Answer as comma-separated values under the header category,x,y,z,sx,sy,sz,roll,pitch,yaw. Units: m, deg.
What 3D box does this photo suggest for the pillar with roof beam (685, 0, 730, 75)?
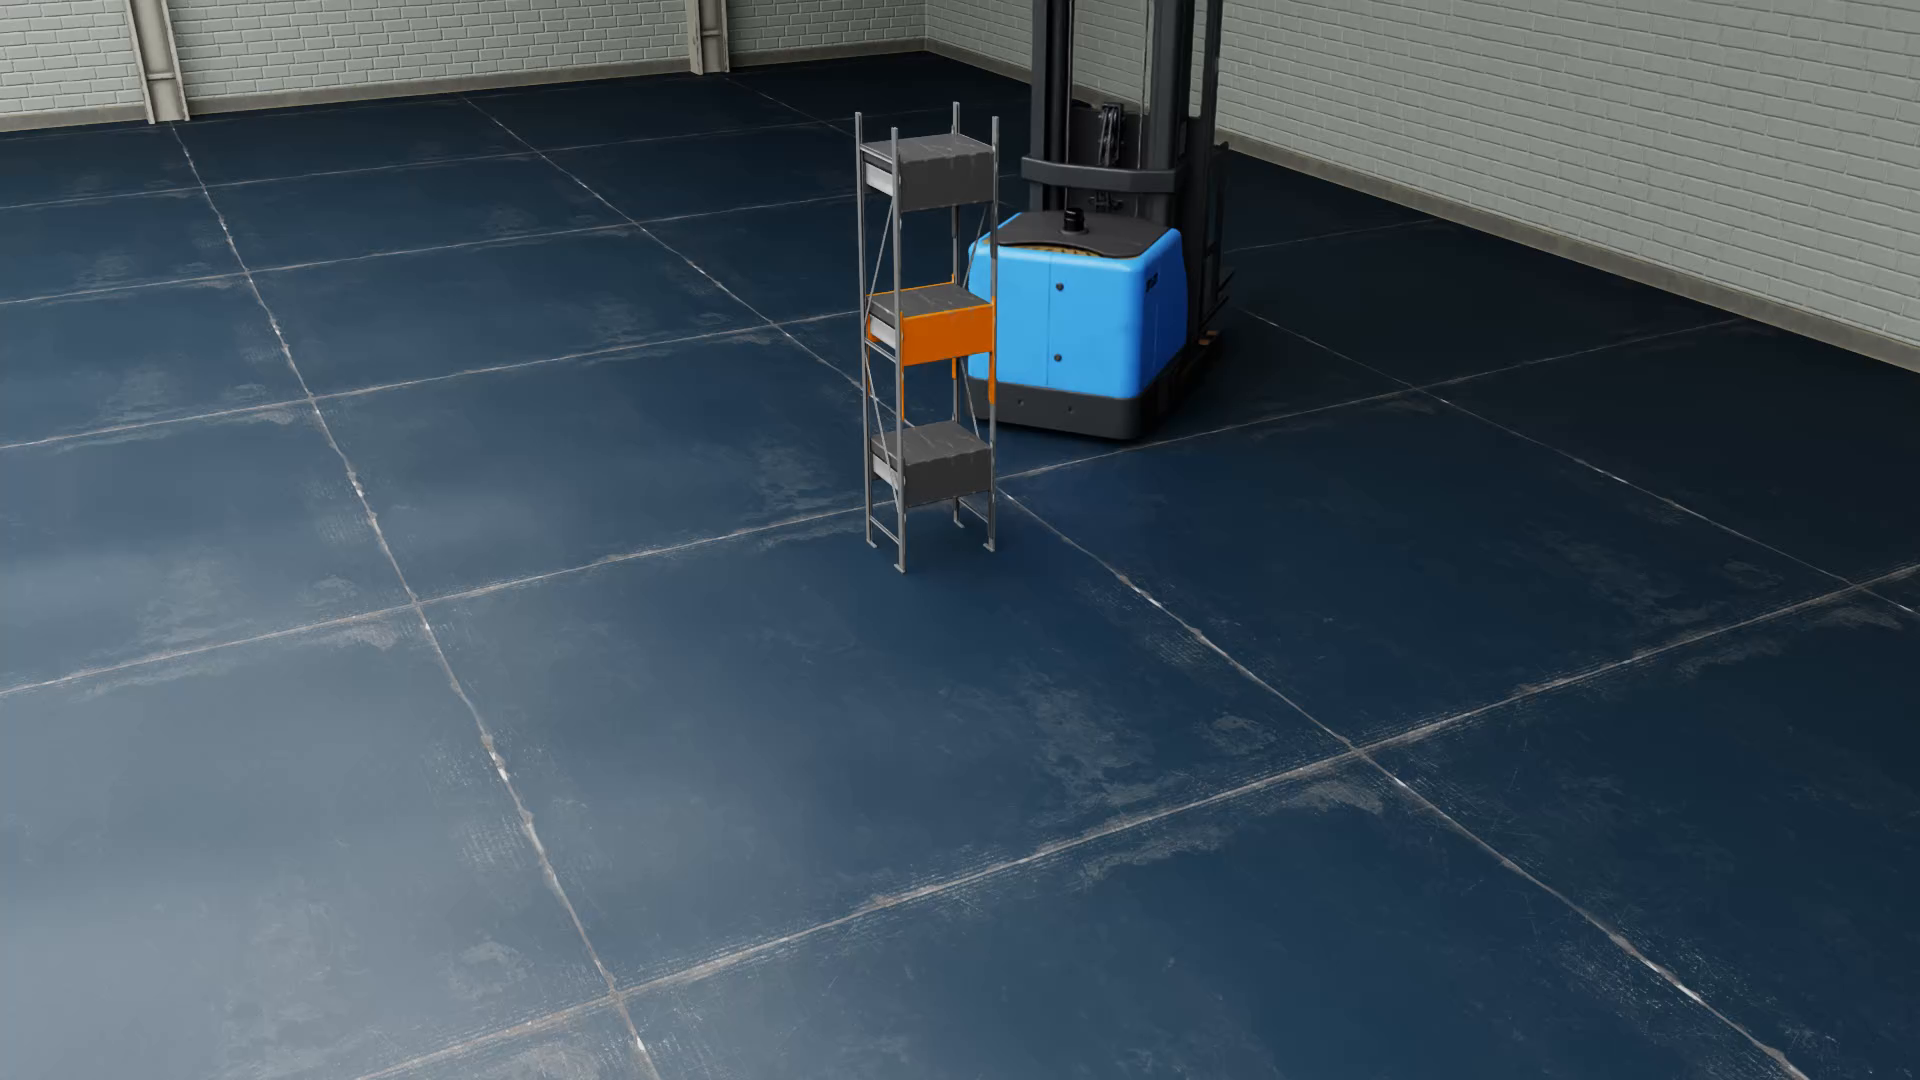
category,x,y,z,sx,sy,sz,roll,pitch,yaw
pillar with roof beam,-0.977,-8.045,14.610,0.400,9.000,9.100,-13,29,-25

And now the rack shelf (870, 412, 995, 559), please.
category,x,y,z,sx,sy,sz,roll,pitch,yaw
rack shelf,-0.146,-0.270,8.034,0.480,0.518,0.431,-13,29,-25

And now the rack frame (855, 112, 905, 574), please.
category,x,y,z,sx,sy,sz,roll,pitch,yaw
rack frame,-0.361,-0.863,7.622,0.015,2.100,0.400,-13,29,-25

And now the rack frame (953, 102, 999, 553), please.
category,x,y,z,sx,sy,sz,roll,pitch,yaw
rack frame,0.069,-0.963,7.829,0.015,2.100,0.400,-13,29,-25

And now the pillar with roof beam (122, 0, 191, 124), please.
category,x,y,z,sx,sy,sz,roll,pitch,yaw
pillar with roof beam,-6.272,-6.823,12.065,0.400,9.000,9.100,-13,29,-25

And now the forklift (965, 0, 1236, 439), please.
category,x,y,z,sx,sy,sz,roll,pitch,yaw
forklift,1.057,-2.493,10.055,1.130,2.935,3.031,10,27,20

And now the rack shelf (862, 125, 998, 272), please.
category,x,y,z,sx,sy,sz,roll,pitch,yaw
rack shelf,-0.146,-1.532,7.428,0.480,0.518,0.431,-13,29,-25

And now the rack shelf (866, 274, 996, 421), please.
category,x,y,z,sx,sy,sz,roll,pitch,yaw
rack shelf,-0.146,-0.901,7.731,0.480,0.518,0.431,-13,29,-25

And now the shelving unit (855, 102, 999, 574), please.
category,x,y,z,sx,sy,sz,roll,pitch,yaw
shelving unit,-0.146,-0.913,7.725,0.503,2.100,0.431,-13,29,-25
